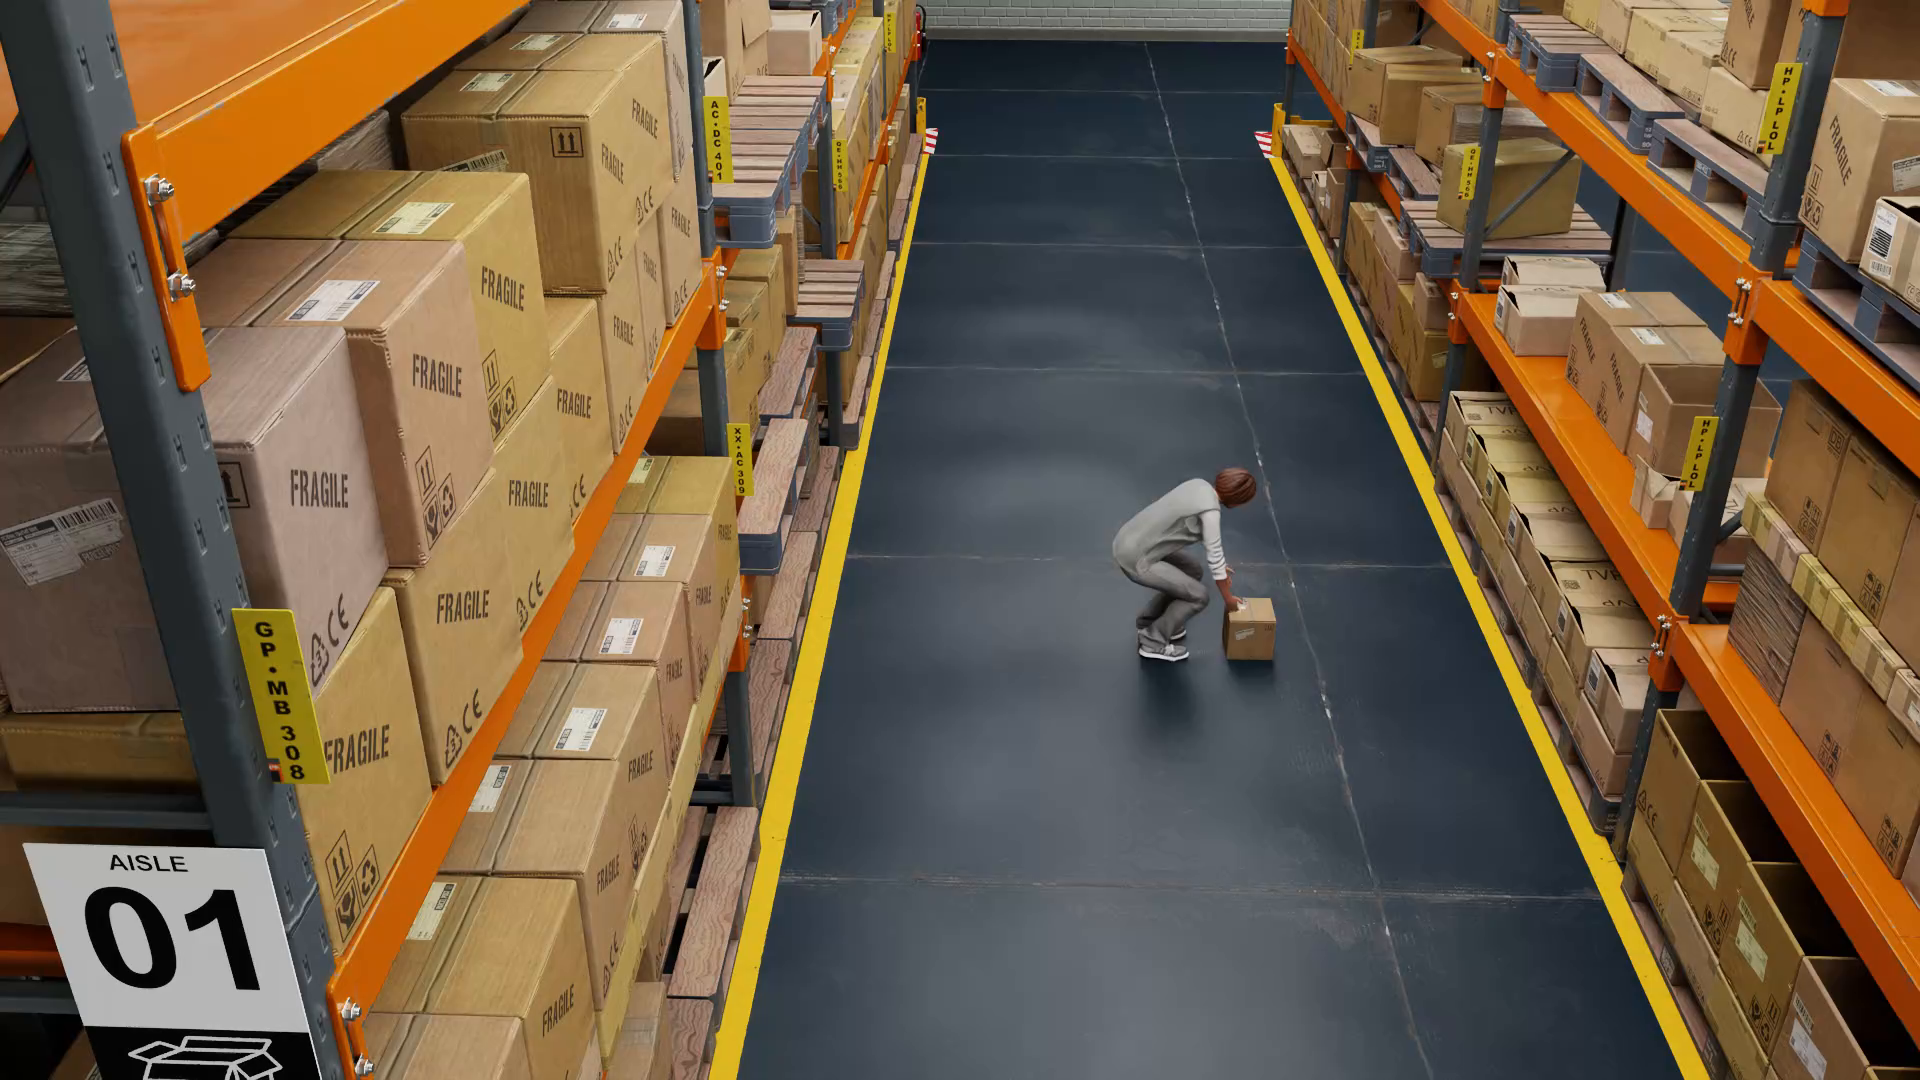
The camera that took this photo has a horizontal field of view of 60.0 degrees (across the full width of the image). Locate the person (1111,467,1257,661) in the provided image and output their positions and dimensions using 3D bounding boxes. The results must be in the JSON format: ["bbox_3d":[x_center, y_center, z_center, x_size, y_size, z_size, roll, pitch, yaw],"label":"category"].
[{"bbox_3d":[1.192,0.109,8.999,0.754,1.061,0.461,1,28,2],"label":"person"}]
